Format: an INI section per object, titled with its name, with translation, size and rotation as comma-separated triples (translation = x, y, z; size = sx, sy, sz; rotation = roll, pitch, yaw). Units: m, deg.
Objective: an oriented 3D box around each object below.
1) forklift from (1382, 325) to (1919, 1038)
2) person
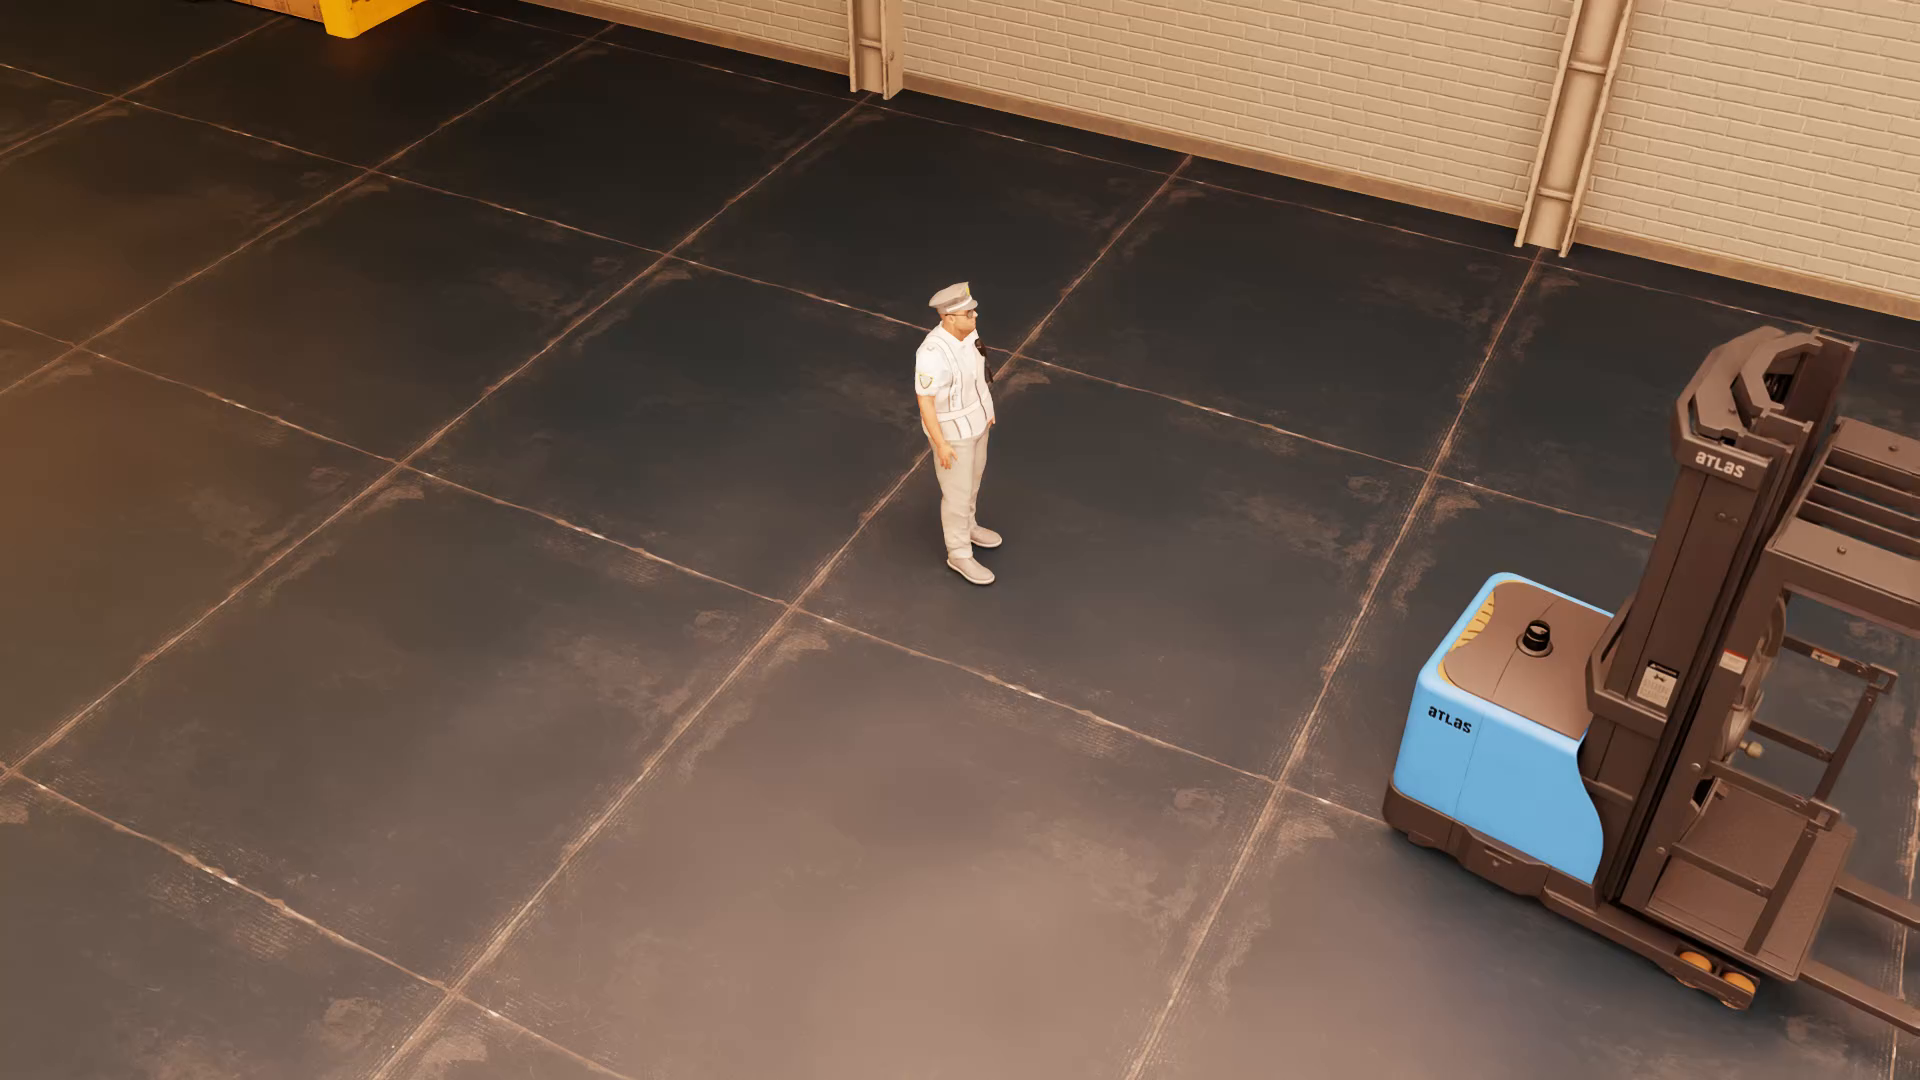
[forklift]
translation = 3.645, 0.652, 7.213
size = 3.031, 2.935, 1.130
rotation = 25, 46, 27
[person]
translation = 0.063, -0.656, 9.648
size = 0.575, 1.778, 0.640
rotation = 18, 43, 21
